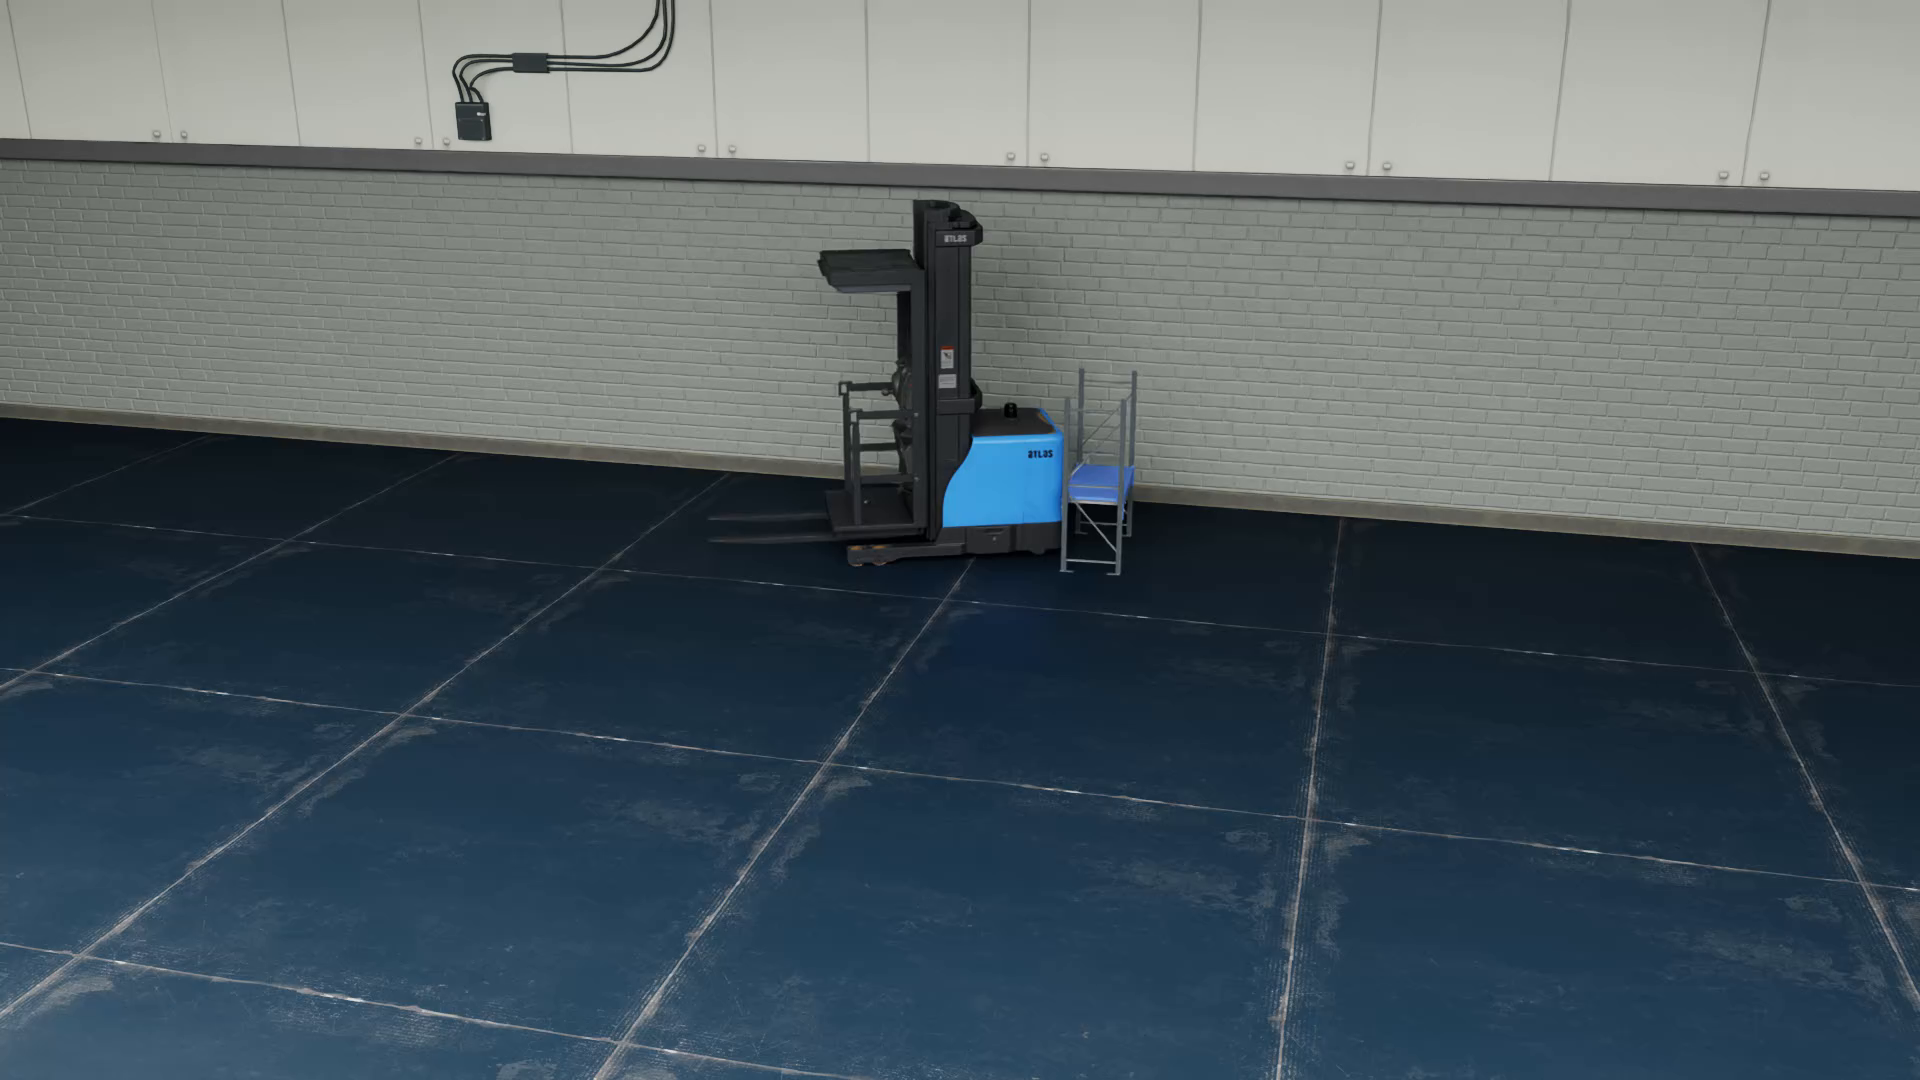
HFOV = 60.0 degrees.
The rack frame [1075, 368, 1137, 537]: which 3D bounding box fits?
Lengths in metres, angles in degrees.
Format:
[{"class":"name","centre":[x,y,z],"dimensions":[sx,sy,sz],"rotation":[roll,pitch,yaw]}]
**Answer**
[{"class":"rack frame","centre":[1.278,-0.757,14.584],"dimensions":[0.500,1.500,0.032],"rotation":[3,19,10]}]

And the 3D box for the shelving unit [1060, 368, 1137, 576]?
[{"class":"shelving unit","centre":[1.185,-0.596,14.111],"dimensions":[0.538,1.500,1.048],"rotation":[3,19,10]}]

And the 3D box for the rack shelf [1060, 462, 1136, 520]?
[{"class":"rack shelf","centre":[1.185,-0.425,14.169],"dimensions":[0.538,0.185,1.000],"rotation":[3,19,10]}]

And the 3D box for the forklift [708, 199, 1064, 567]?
[{"class":"forklift","centre":[-0.667,-1.344,14.087],"dimensions":[3.031,2.935,1.130],"rotation":[-3,19,-8]}]

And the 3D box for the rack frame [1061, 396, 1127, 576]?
[{"class":"rack frame","centre":[1.092,-0.434,13.638],"dimensions":[0.500,1.500,0.032],"rotation":[3,19,10]}]
